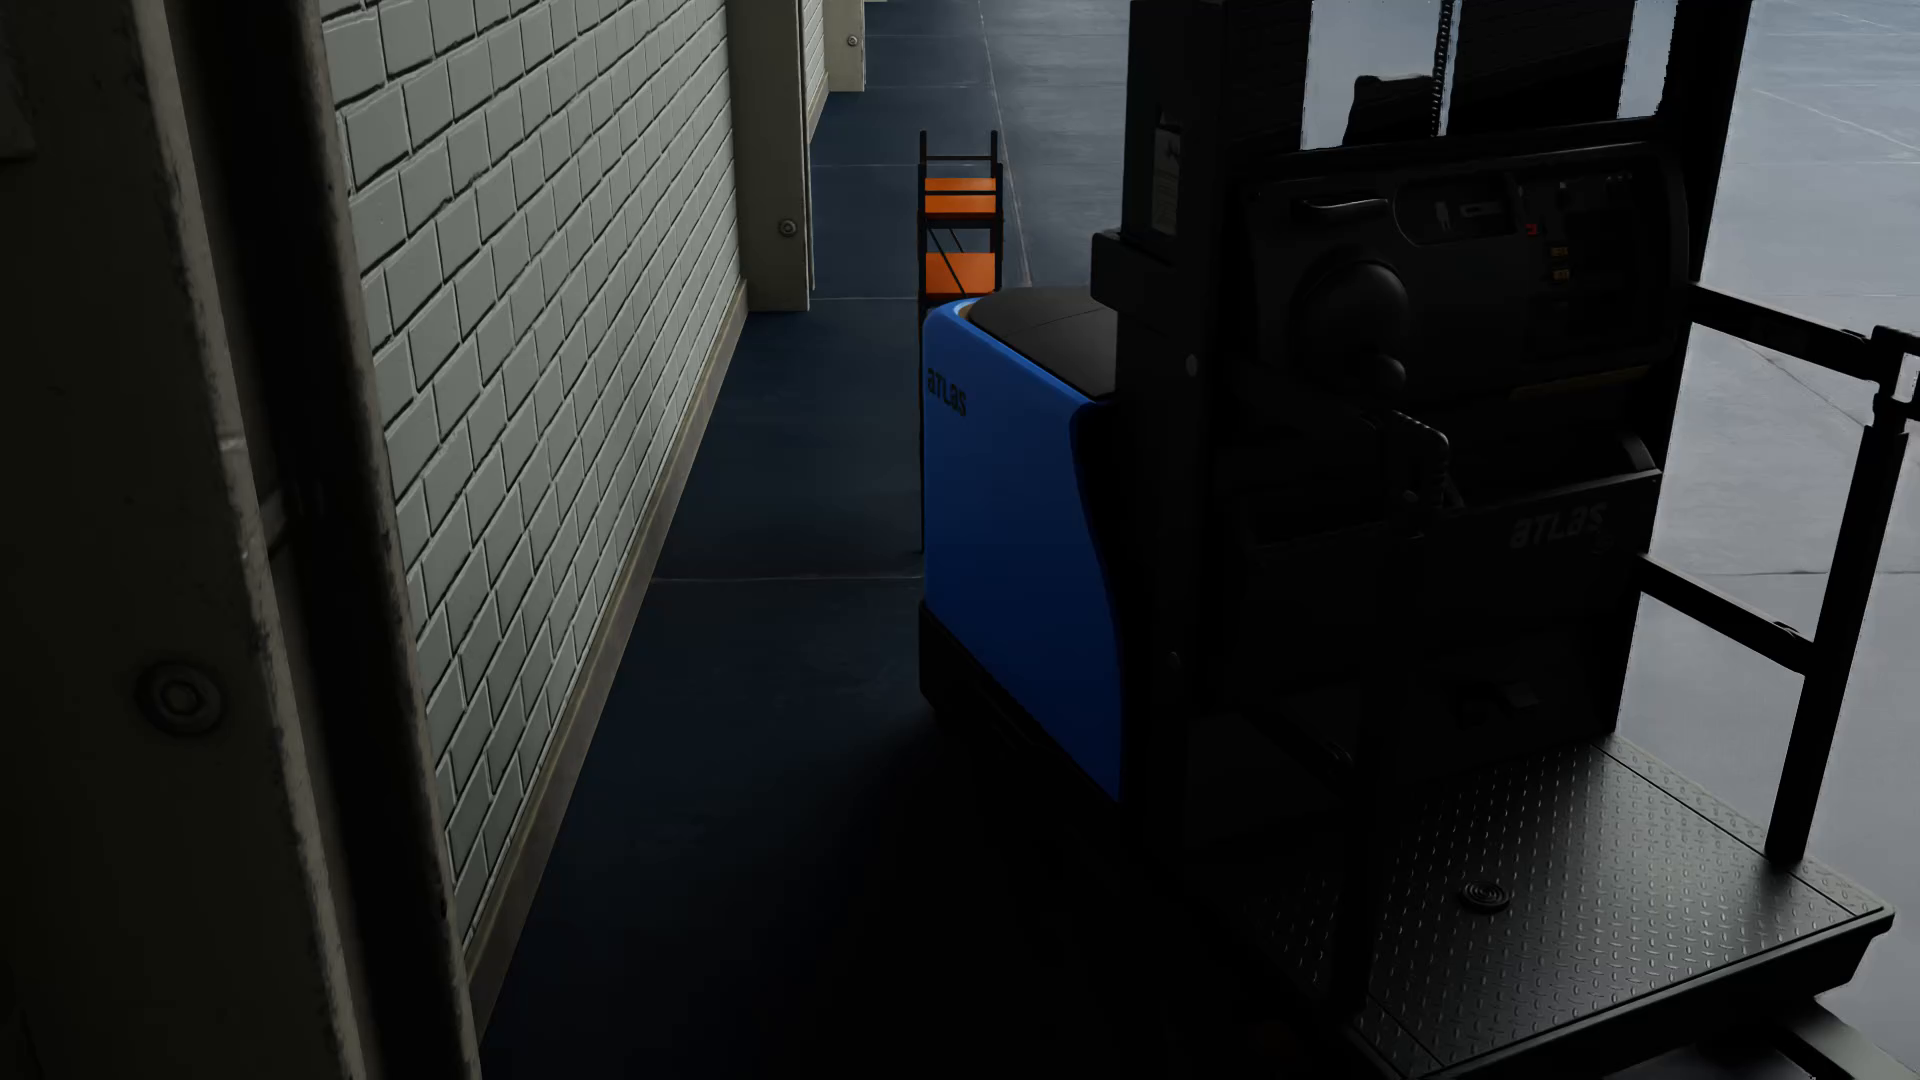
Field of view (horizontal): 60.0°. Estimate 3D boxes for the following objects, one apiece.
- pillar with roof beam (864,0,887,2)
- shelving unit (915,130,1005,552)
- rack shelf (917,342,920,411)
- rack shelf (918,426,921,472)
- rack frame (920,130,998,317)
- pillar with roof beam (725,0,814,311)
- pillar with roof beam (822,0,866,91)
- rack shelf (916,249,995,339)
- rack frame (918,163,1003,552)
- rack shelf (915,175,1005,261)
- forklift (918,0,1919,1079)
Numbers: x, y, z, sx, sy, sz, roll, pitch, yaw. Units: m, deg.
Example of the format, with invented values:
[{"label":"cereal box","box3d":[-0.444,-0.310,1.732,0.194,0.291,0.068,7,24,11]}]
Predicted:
[{"label":"pillar with roof beam","box3d":[3.329,-10.185,16.849,9.100,9.000,0.400,0,24,-1]},{"label":"shelving unit","box3d":[-0.002,-0.615,5.154,0.258,1.200,0.503,0,24,-1]},{"label":"rack shelf","box3d":[-0.002,-0.554,5.181,0.258,0.148,0.480,0,24,-1]},{"label":"rack shelf","box3d":[-0.002,-0.373,5.263,0.258,0.148,0.480,0,24,-1]},{"label":"rack frame","box3d":[-0.004,-0.715,5.376,0.240,1.200,0.015,0,24,-1]},{"label":"pillar with roof beam","box3d":[3.460,-5.240,5.916,9.100,9.000,0.400,0,24,-1]},{"label":"pillar with roof beam","box3d":[3.395,-7.713,11.383,9.100,9.000,0.400,0,24,-1]},{"label":"rack shelf","box3d":[-0.002,-0.757,5.089,0.258,0.148,0.480,0,24,-1]},{"label":"rack frame","box3d":[0.001,-0.514,4.931,0.240,1.200,0.015,0,24,-1]},{"label":"rack shelf","box3d":[-0.002,-0.973,4.992,0.258,0.148,0.480,0,24,-1]},{"label":"forklift","box3d":[0.969,-0.440,2.665,1.130,2.935,3.031,-11,26,-22]}]
